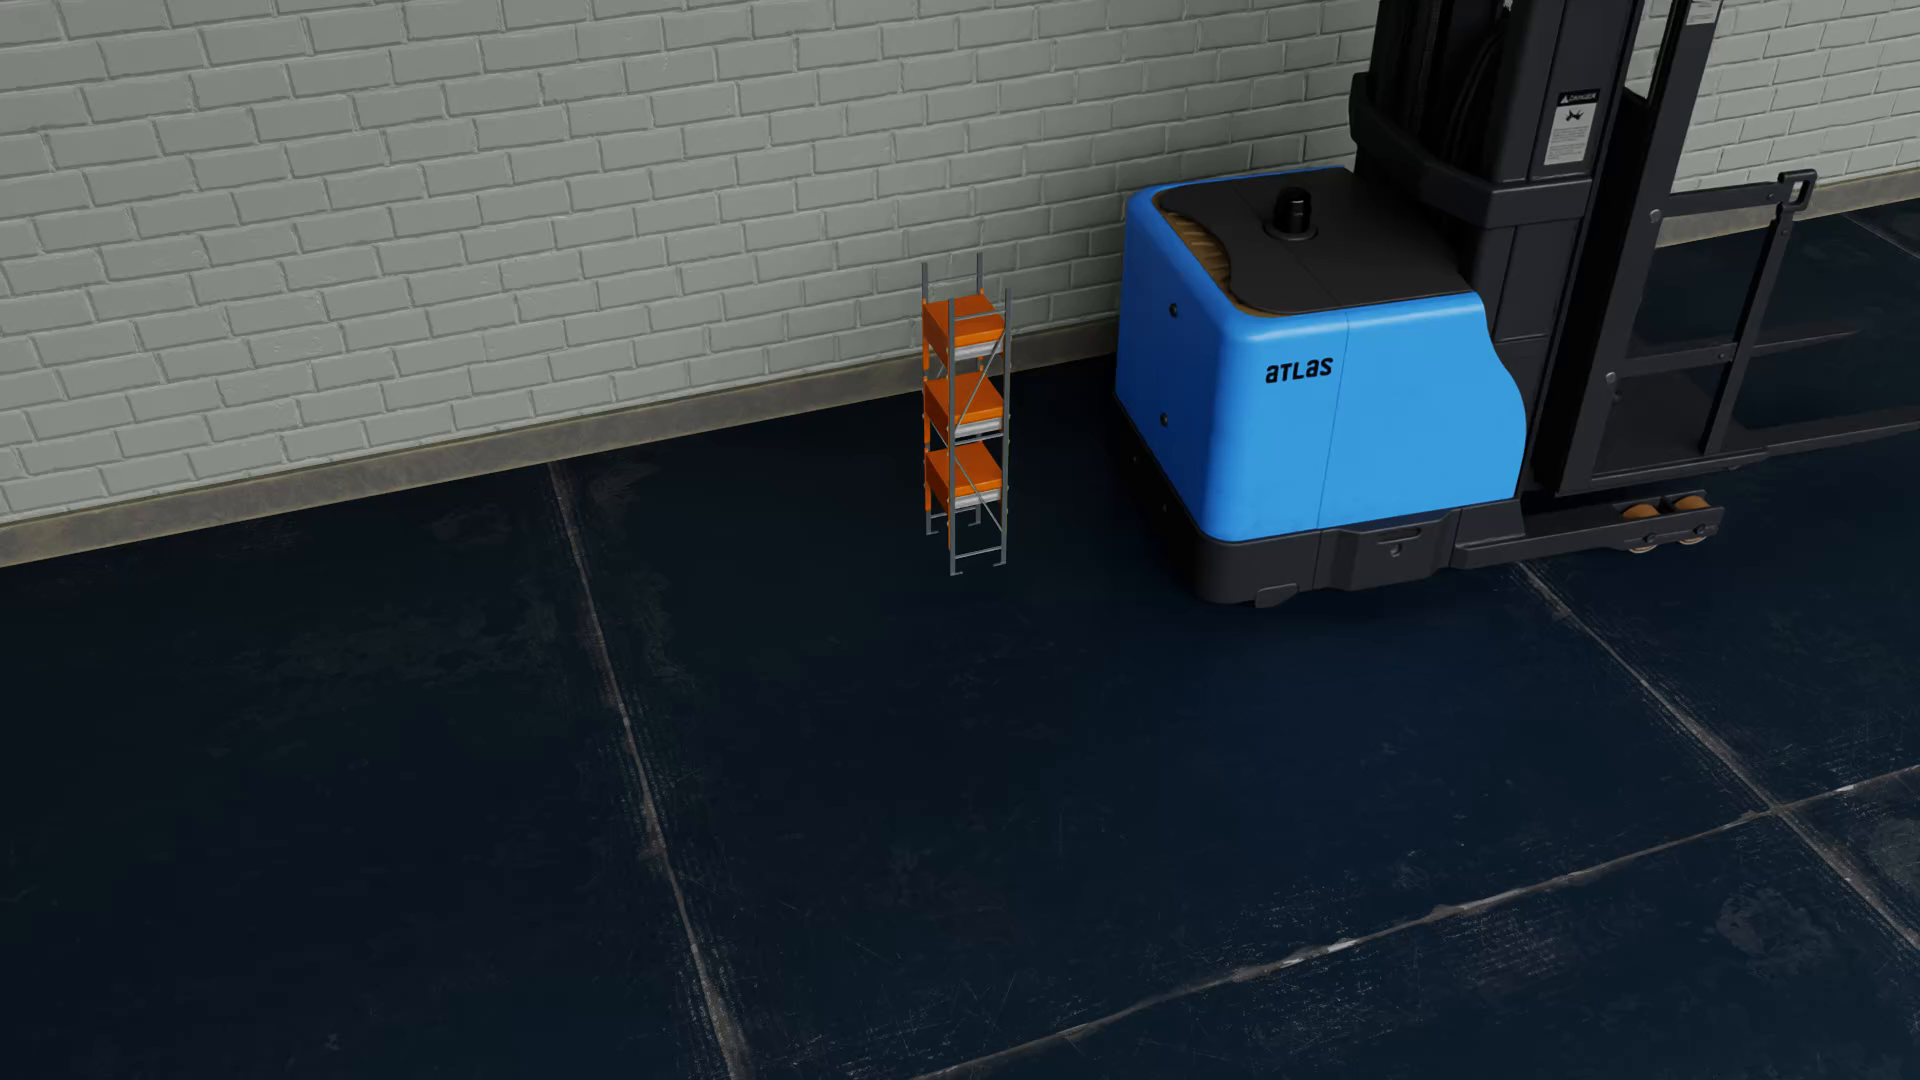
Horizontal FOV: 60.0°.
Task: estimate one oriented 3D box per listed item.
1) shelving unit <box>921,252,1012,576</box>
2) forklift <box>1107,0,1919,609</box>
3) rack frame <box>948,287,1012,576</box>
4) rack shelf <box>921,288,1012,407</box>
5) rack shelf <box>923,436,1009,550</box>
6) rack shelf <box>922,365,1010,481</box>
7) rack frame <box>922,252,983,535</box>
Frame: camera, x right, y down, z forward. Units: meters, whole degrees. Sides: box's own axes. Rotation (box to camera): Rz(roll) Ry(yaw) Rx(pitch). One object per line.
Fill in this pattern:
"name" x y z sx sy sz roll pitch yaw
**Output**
"shelving unit" 0.018 -0.389 5.394 0.215 1.050 0.252 -12 39 -16
"forklift" 2.113 -1.425 5.206 3.031 2.935 1.130 -9 38 -11
"rack frame" 0.060 -0.320 5.302 0.200 1.050 0.008 -12 39 -16
"rack shelf" 0.018 -0.607 5.230 0.215 0.259 0.240 -12 39 -16
"rack shelf" 0.018 -0.159 5.568 0.215 0.259 0.240 -12 39 -16
"rack shelf" 0.018 -0.381 5.400 0.215 0.259 0.240 -12 39 -16
"rack frame" -0.024 -0.458 5.485 0.200 1.050 0.008 -12 39 -16
